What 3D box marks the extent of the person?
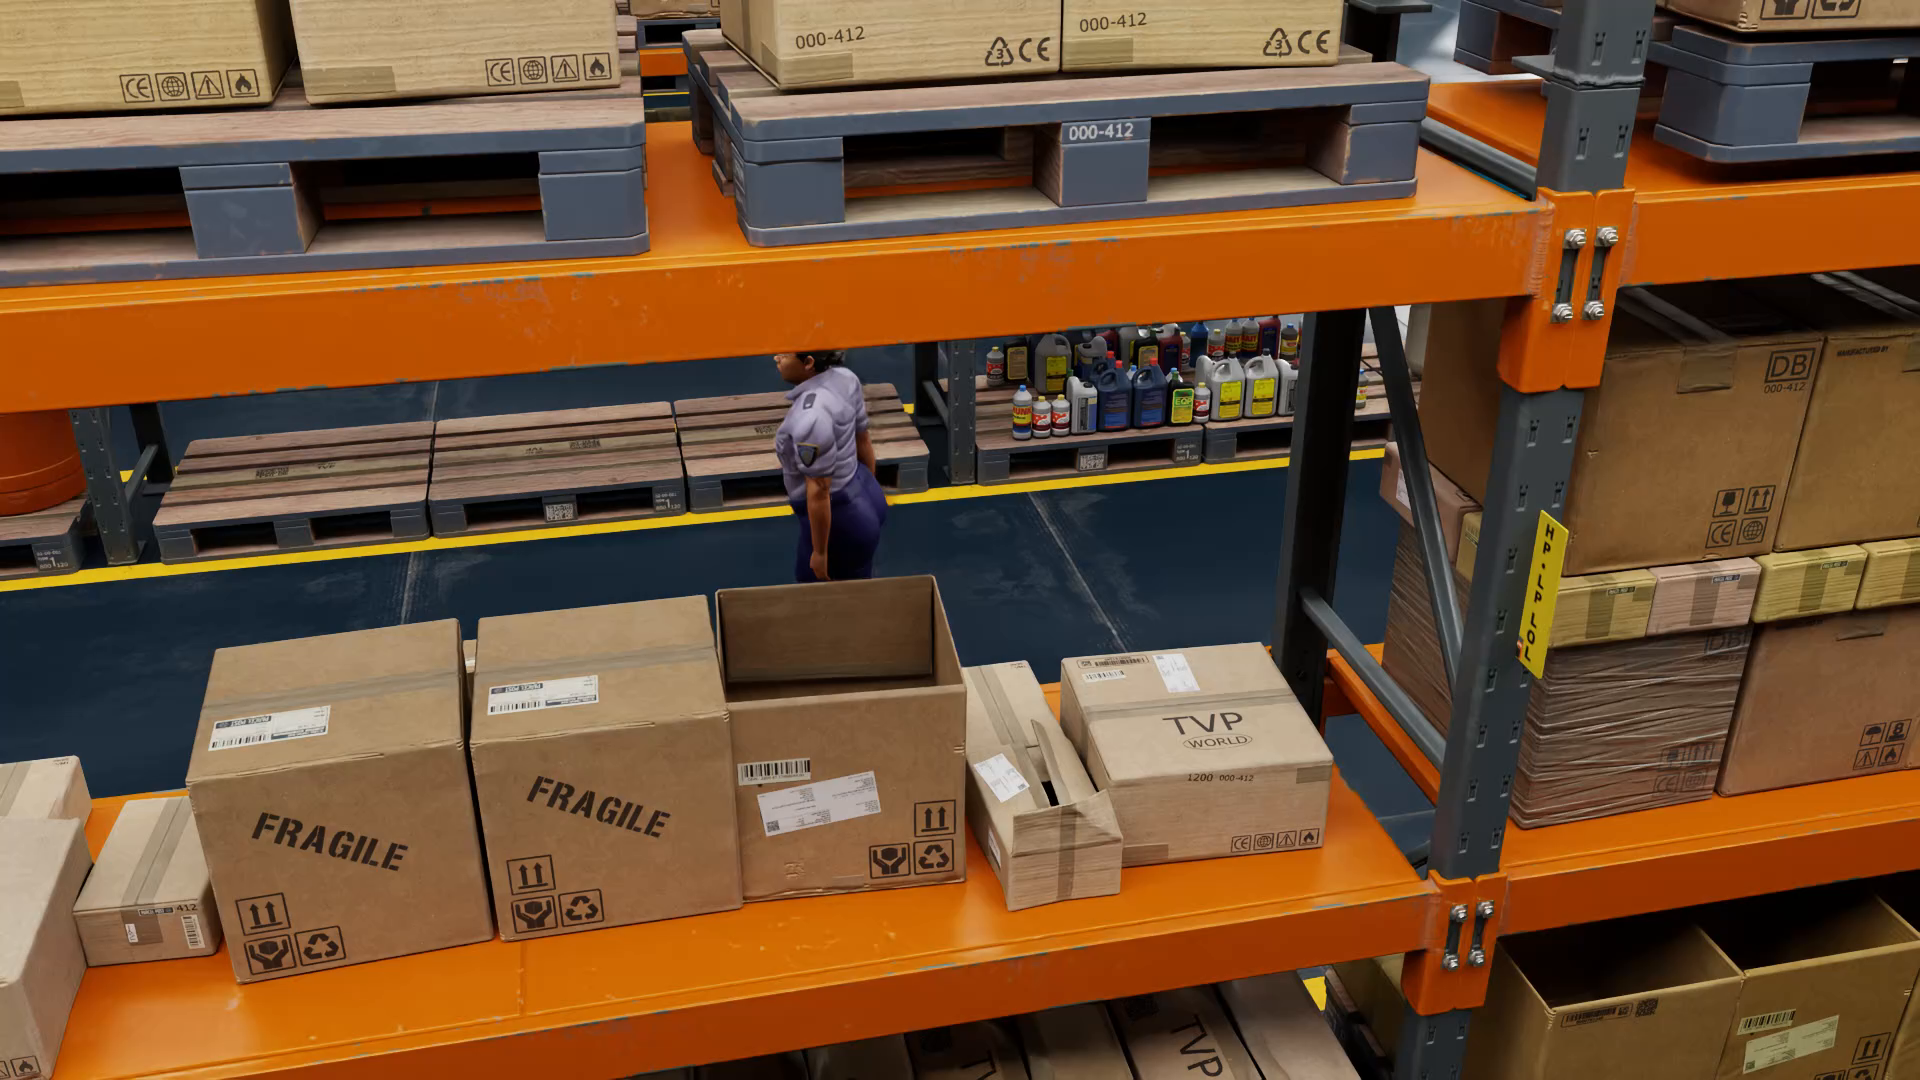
[{"bbox_3d":[-0.450,-0.064,6.238,0.461,1.638,0.539,4,27,8],"label":"person"}]
